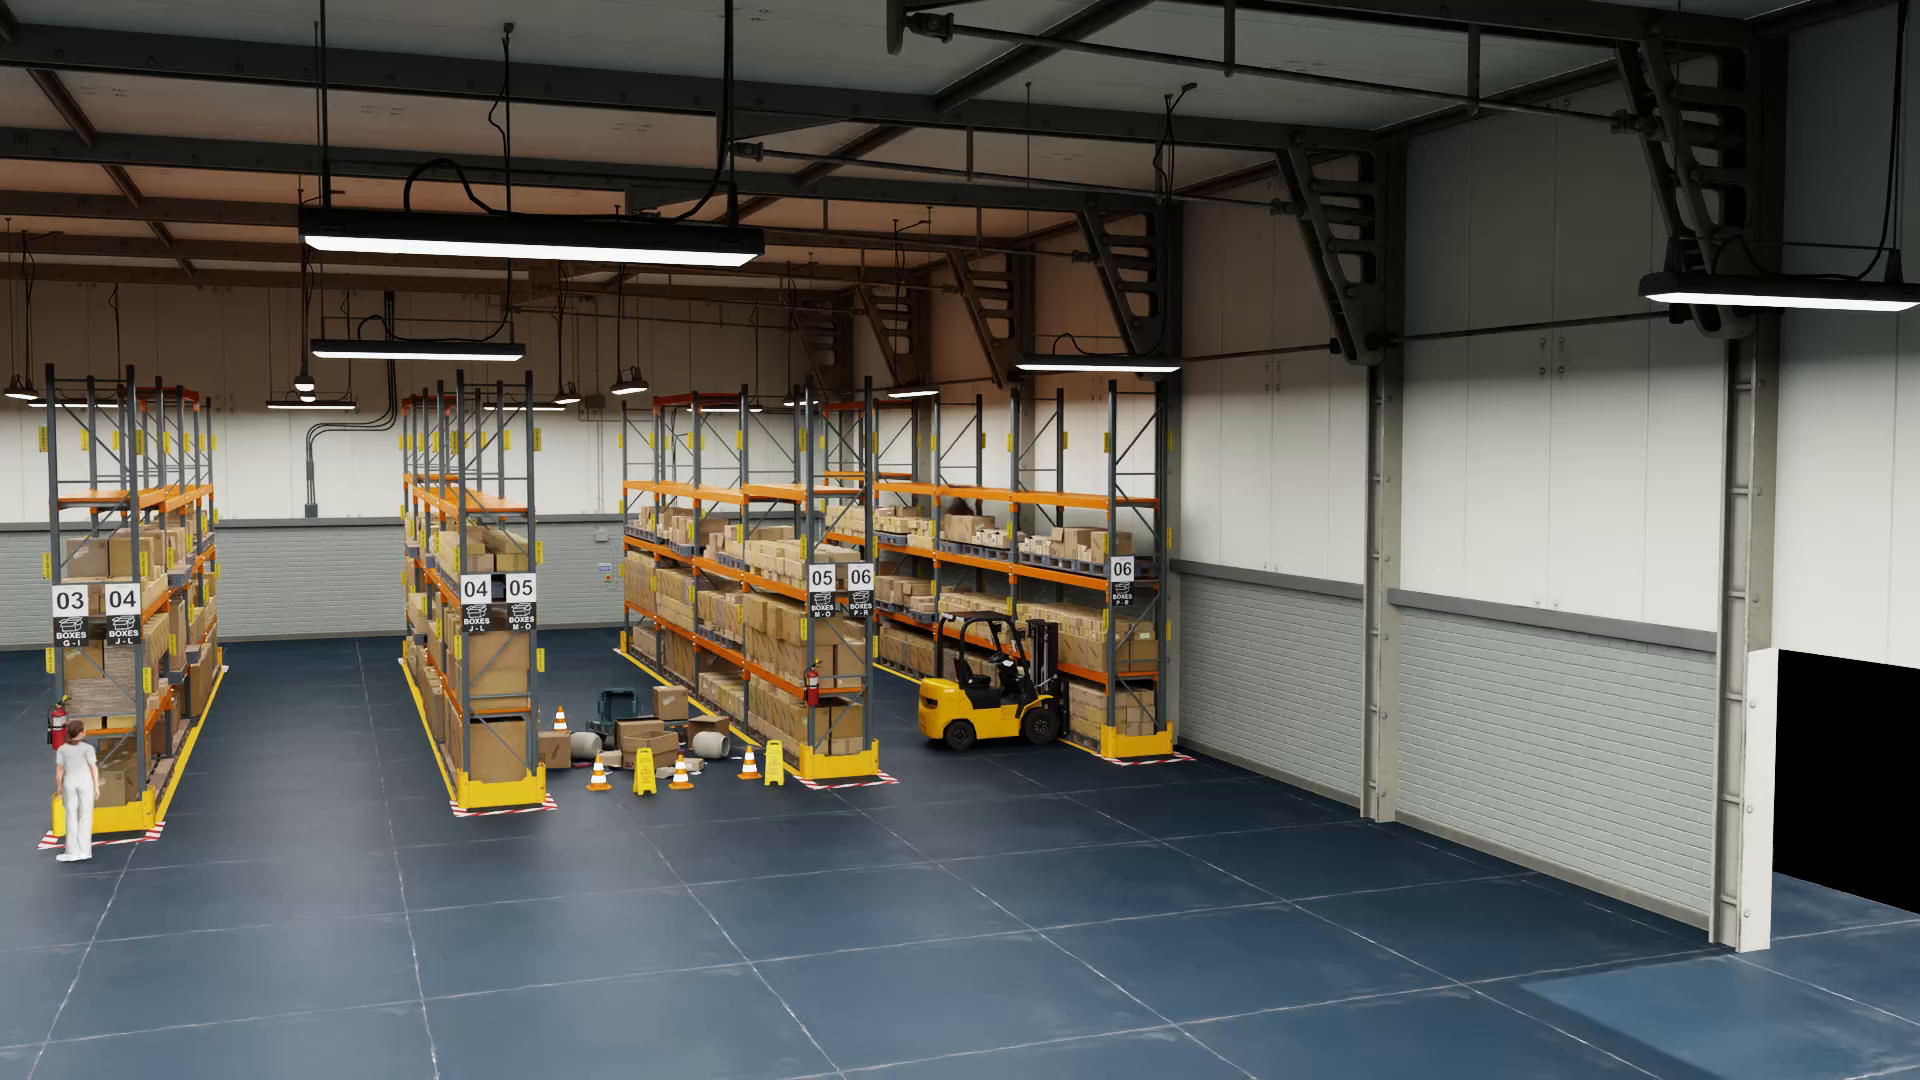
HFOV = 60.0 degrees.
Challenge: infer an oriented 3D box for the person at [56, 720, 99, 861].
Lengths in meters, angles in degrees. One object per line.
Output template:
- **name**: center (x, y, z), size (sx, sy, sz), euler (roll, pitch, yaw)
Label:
- **person**: center (-10.579, 3.002, 19.934), size (0.493, 1.686, 0.382), euler (-1, 3, -10)
